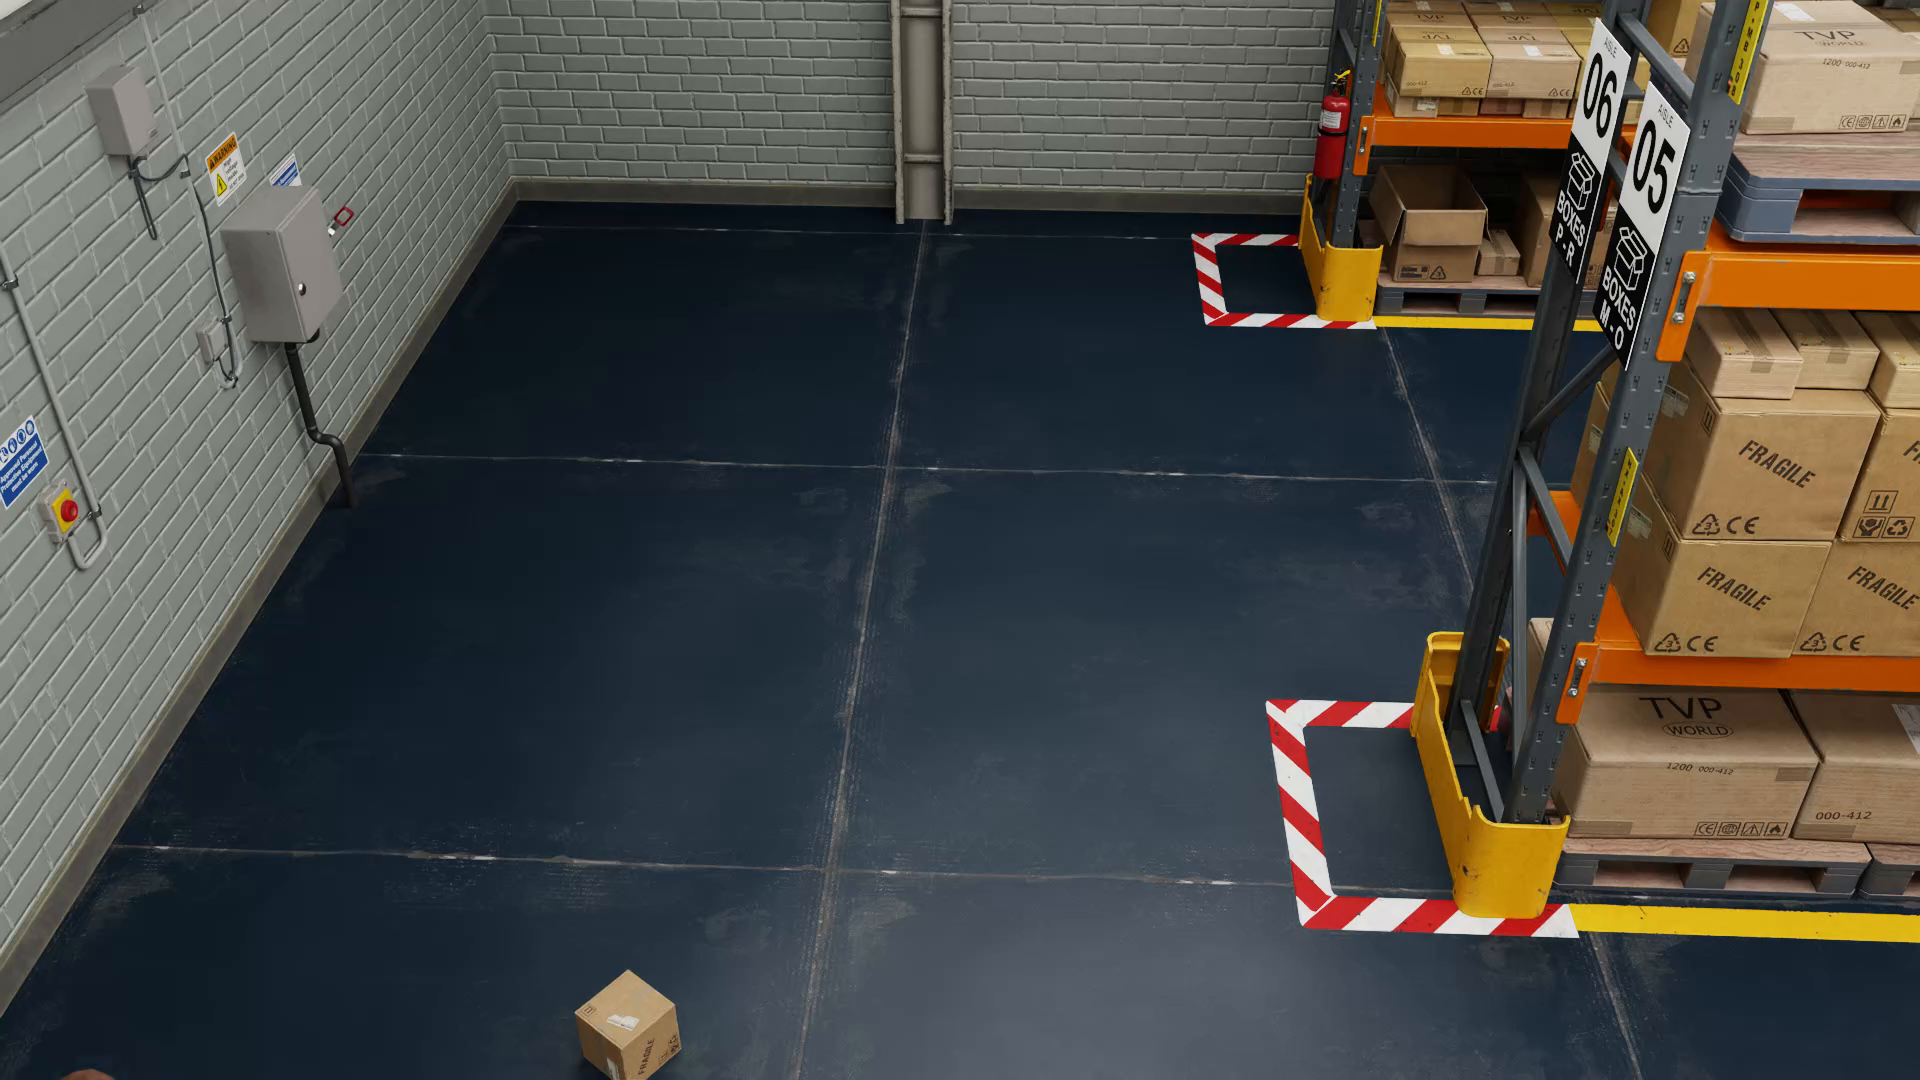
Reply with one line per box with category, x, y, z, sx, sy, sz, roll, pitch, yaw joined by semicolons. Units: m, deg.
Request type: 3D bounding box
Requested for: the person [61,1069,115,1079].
person;-2.131;2.038;4.276;0.578;1.730;0.861;14;38;18
